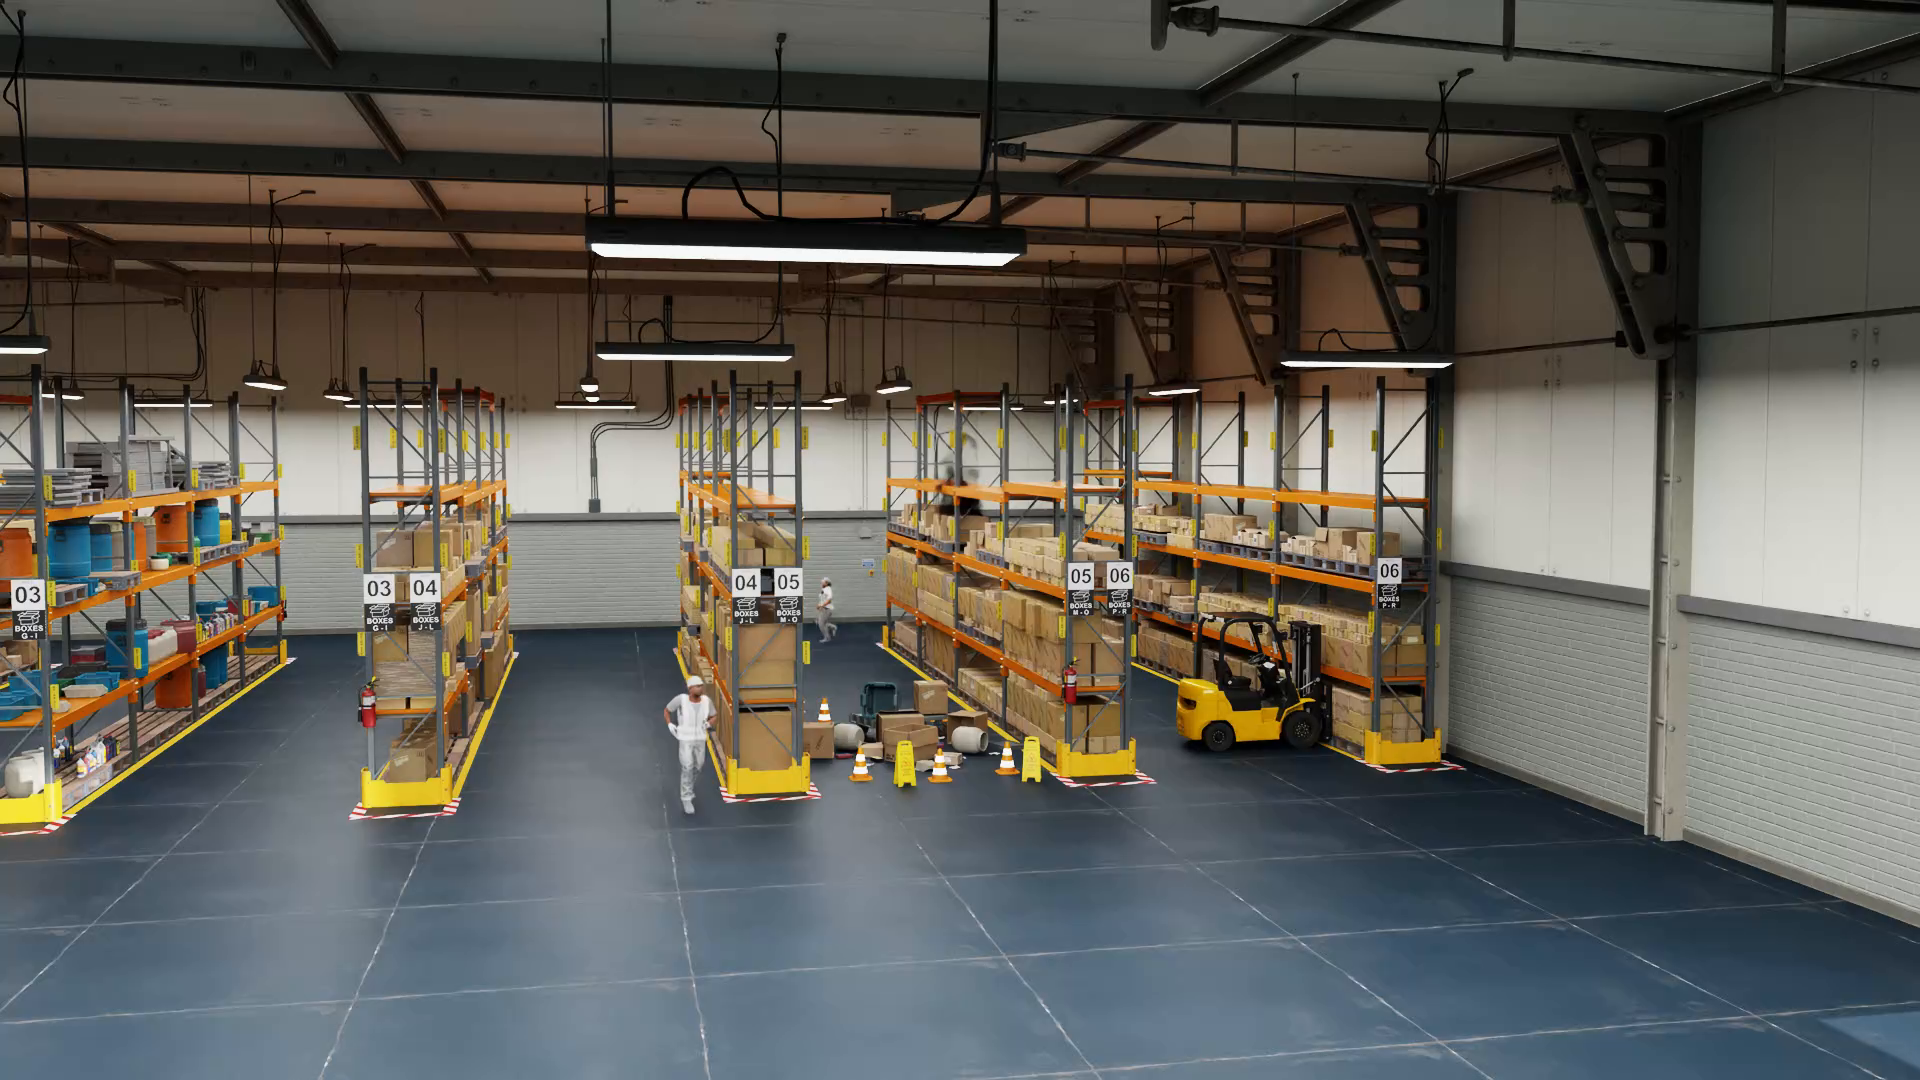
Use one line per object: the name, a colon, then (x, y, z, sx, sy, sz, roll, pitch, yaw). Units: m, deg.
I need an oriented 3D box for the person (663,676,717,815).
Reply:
person: (-3.635, 2.755, 22.764, 0.690, 1.798, 0.957, -2, 4, -32)

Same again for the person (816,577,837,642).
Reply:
person: (-3.319, 1.741, 41.435, 0.548, 1.624, 0.613, -1, 3, -10)
